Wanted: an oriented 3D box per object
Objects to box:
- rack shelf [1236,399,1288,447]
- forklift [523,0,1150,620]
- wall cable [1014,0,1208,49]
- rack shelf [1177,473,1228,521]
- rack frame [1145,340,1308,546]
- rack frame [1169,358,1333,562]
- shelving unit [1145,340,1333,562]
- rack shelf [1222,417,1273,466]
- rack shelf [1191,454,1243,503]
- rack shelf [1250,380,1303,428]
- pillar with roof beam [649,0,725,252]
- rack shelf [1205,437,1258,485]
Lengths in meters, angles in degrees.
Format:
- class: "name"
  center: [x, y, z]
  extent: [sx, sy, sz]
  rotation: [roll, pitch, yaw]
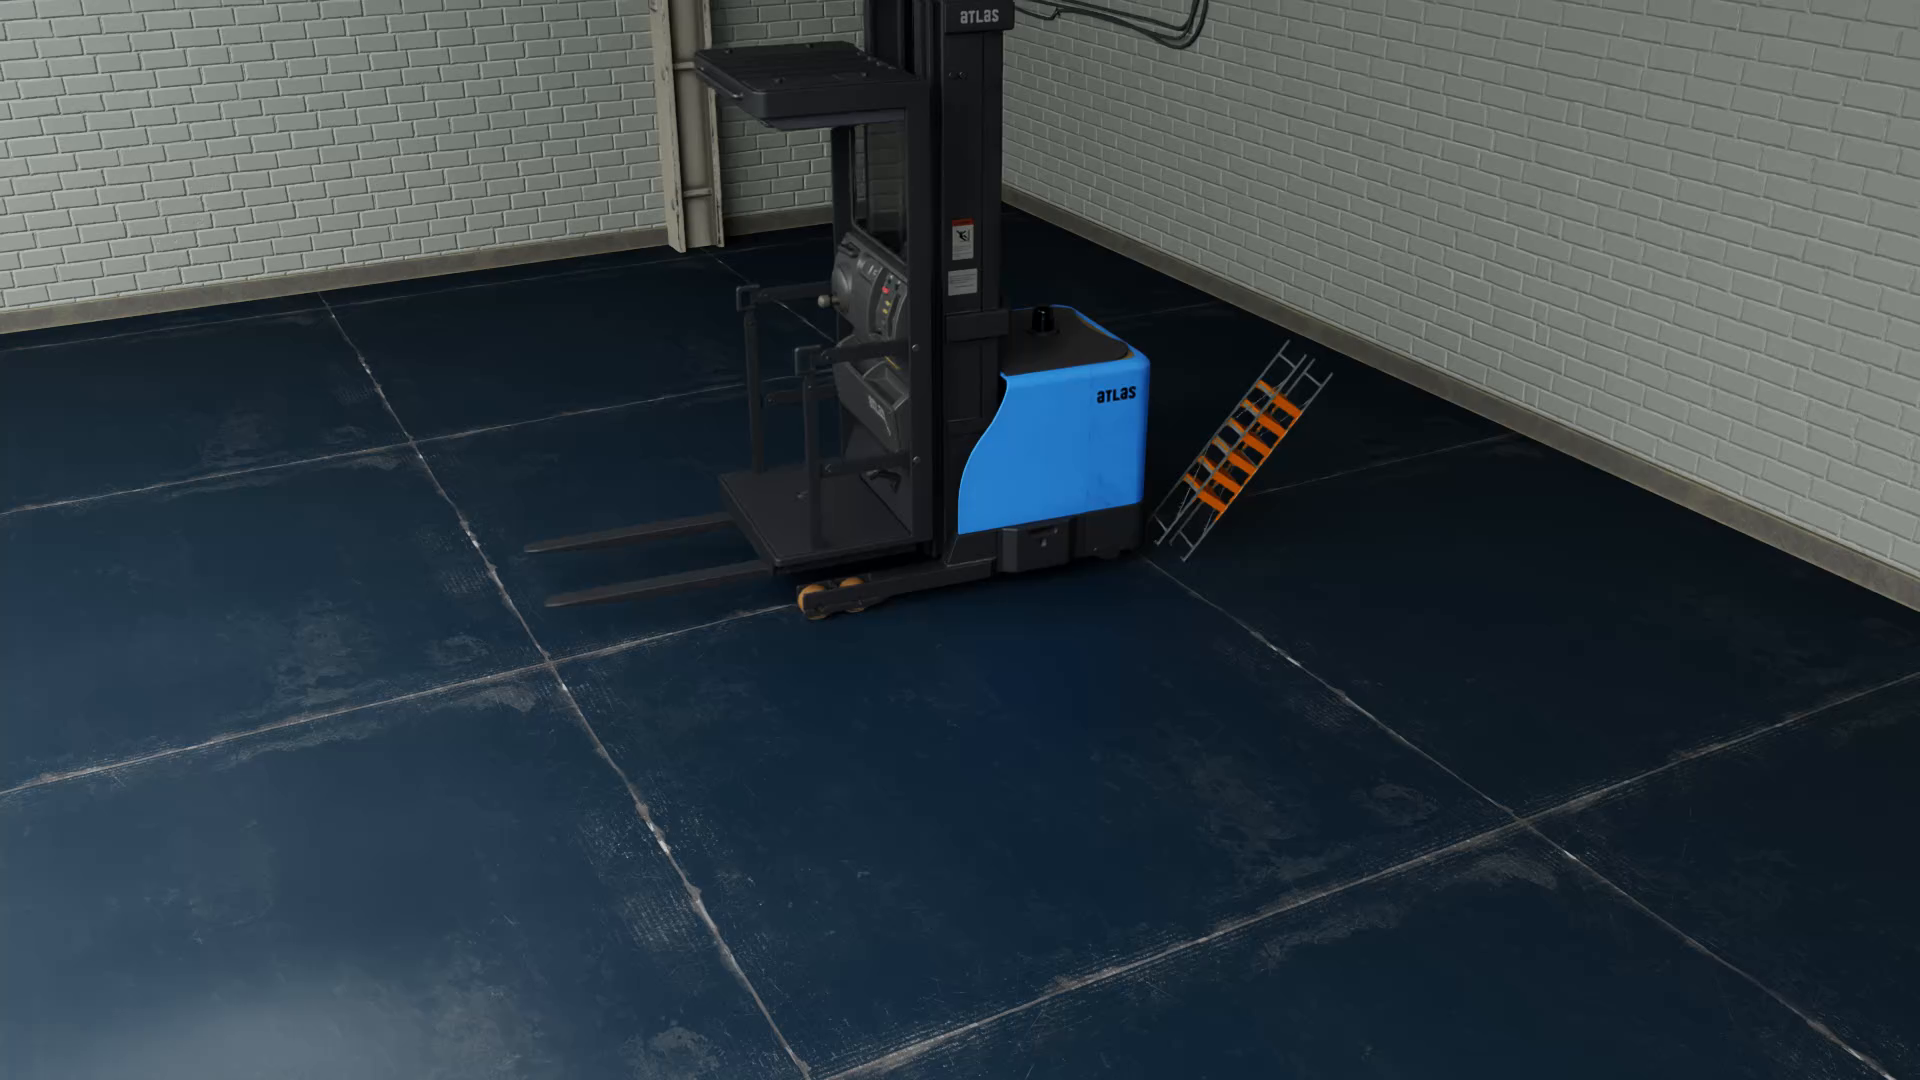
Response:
- class: "rack shelf"
  center: [1.514, -0.600, 8.391]
  extent: [0.180, 0.103, 0.258]
  rotation: [31, 15, -24]
- class: "forklift"
  center: [-0.618, -1.198, 7.858]
  extent: [3.031, 2.935, 1.130]
  rotation: [-10, 27, -20]
- class: "wall cable"
  center: [1.021, -5.215, 12.803]
  extent: [0.112, 2.526, 3.097]
  rotation: [-13, 29, -25]
- class: "rack shelf"
  center: [1.234, -0.226, 8.502]
  extent: [0.180, 0.103, 0.258]
  rotation: [31, 15, -24]
- class: "rack frame"
  center: [1.328, -0.490, 8.399]
  extent: [0.006, 1.200, 0.240]
  rotation: [31, 15, -24]
- class: "rack frame"
  center: [1.472, -0.405, 8.474]
  extent: [0.006, 1.200, 0.240]
  rotation: [31, 15, -24]
- class: "shelving unit"
  center: [1.400, -0.448, 8.437]
  extent: [0.189, 1.200, 0.258]
  rotation: [31, 15, -24]
- class: "rack shelf"
  center: [1.444, -0.506, 8.419]
  extent: [0.180, 0.103, 0.258]
  rotation: [31, 15, -24]
- class: "rack shelf"
  center: [1.304, -0.320, 8.475]
  extent: [0.180, 0.103, 0.258]
  rotation: [31, 15, -24]
- class: "rack shelf"
  center: [1.584, -0.693, 8.363]
  extent: [0.180, 0.103, 0.258]
  rotation: [31, 15, -24]
- class: "pillar with roof beam"
  center: [-0.175, -4.876, 8.509]
  extent: [0.400, 9.000, 9.100]
  rotation: [-13, 29, -25]
- class: "rack shelf"
  center: [1.374, -0.413, 8.447]
  extent: [0.180, 0.103, 0.258]
  rotation: [31, 15, -24]
